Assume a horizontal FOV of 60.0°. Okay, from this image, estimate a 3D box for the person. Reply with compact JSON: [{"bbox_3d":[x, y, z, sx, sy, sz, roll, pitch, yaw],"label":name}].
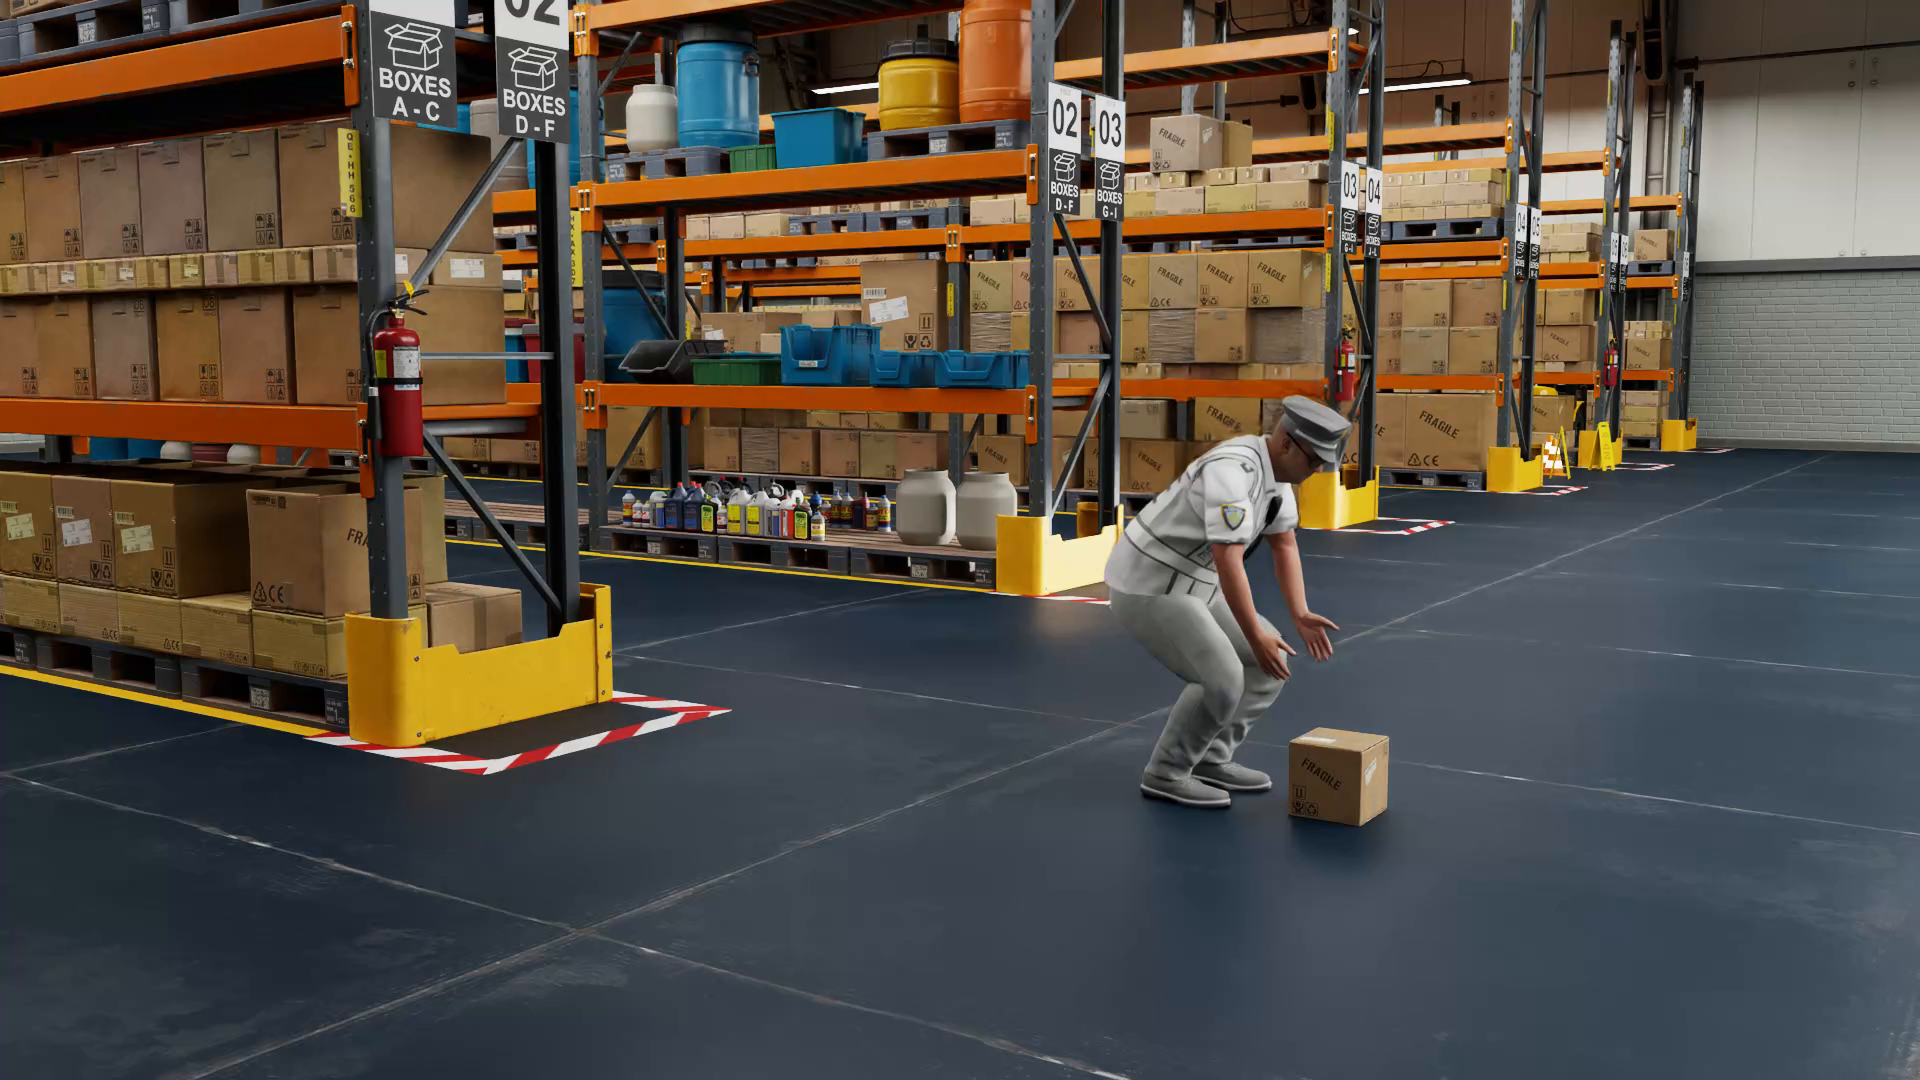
[{"bbox_3d":[0.933,0.196,5.692,0.799,1.381,0.590,4,8,34],"label":"person"}]
